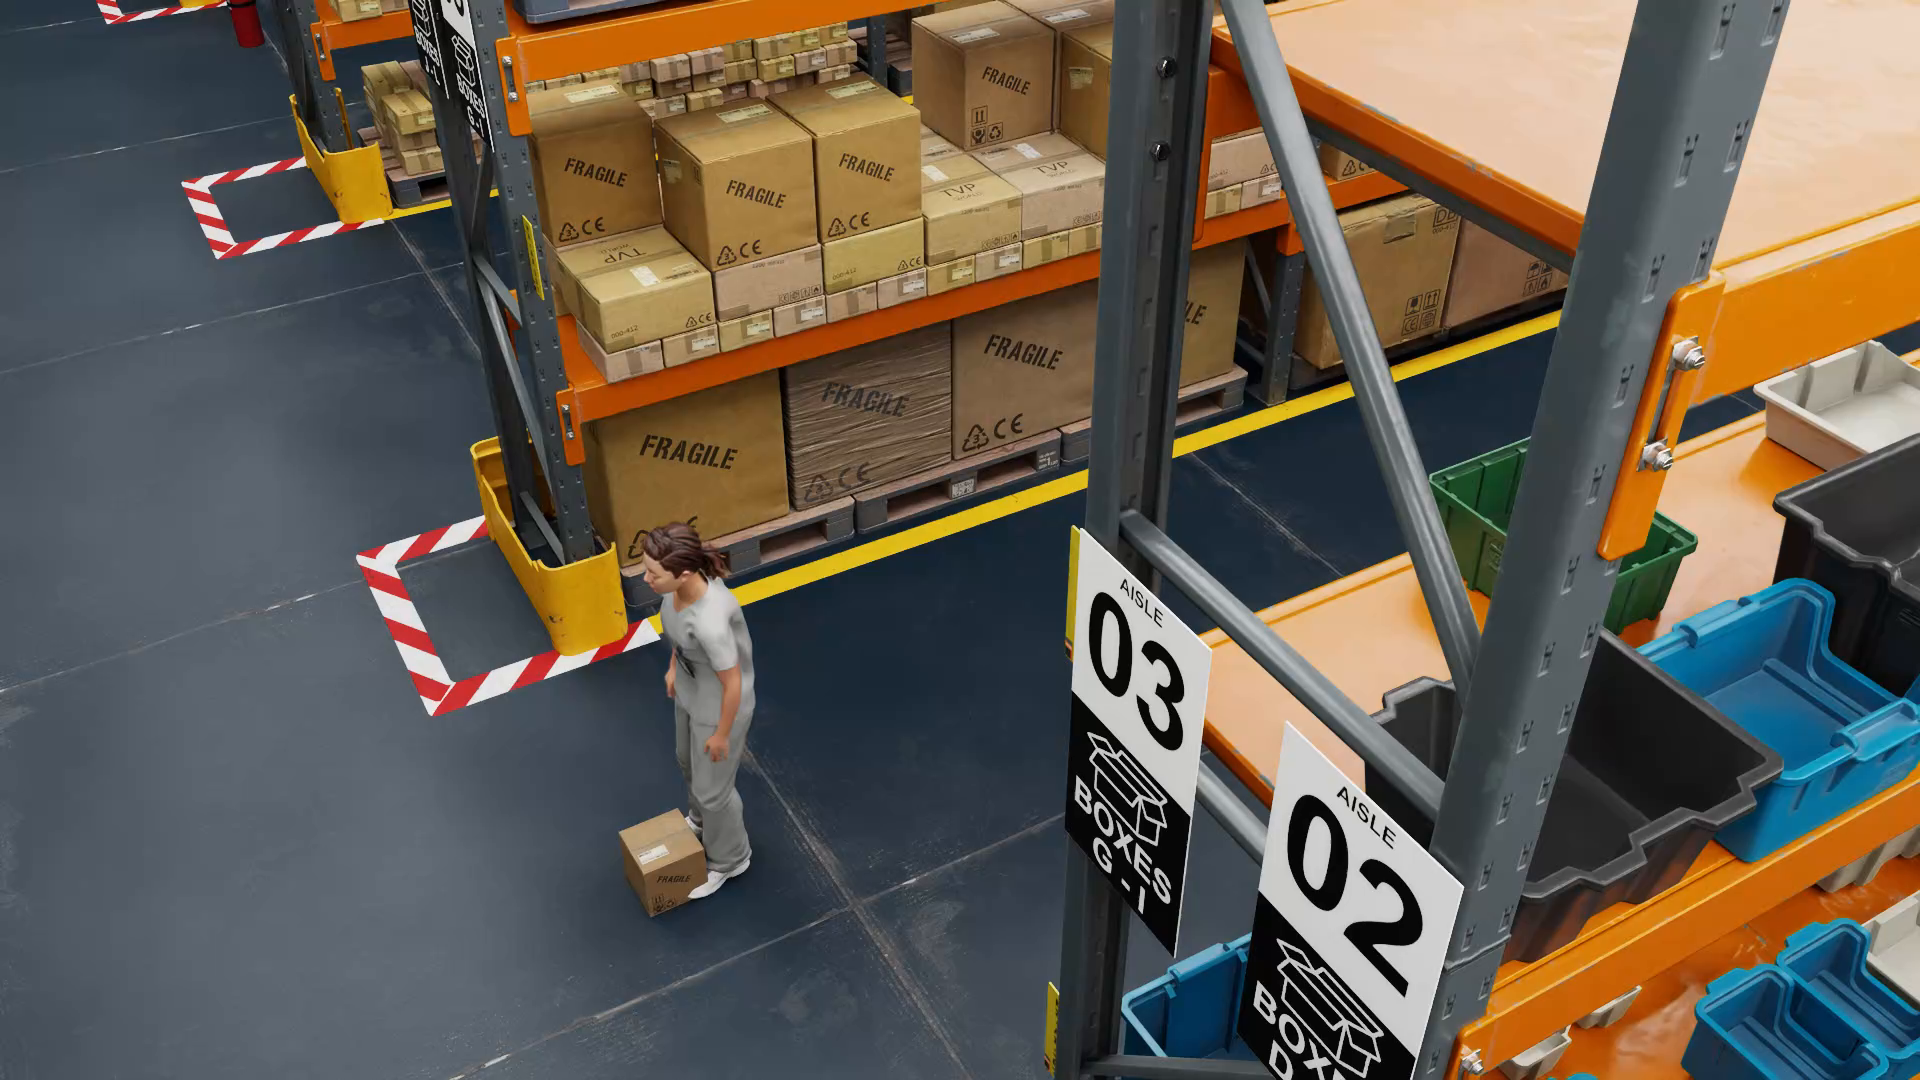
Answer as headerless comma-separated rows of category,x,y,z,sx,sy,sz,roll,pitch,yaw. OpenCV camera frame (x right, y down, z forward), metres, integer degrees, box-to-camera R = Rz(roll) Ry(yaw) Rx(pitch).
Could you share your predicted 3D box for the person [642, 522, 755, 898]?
person,-0.960,0.608,6.118,0.403,1.673,0.488,-19,41,-24
